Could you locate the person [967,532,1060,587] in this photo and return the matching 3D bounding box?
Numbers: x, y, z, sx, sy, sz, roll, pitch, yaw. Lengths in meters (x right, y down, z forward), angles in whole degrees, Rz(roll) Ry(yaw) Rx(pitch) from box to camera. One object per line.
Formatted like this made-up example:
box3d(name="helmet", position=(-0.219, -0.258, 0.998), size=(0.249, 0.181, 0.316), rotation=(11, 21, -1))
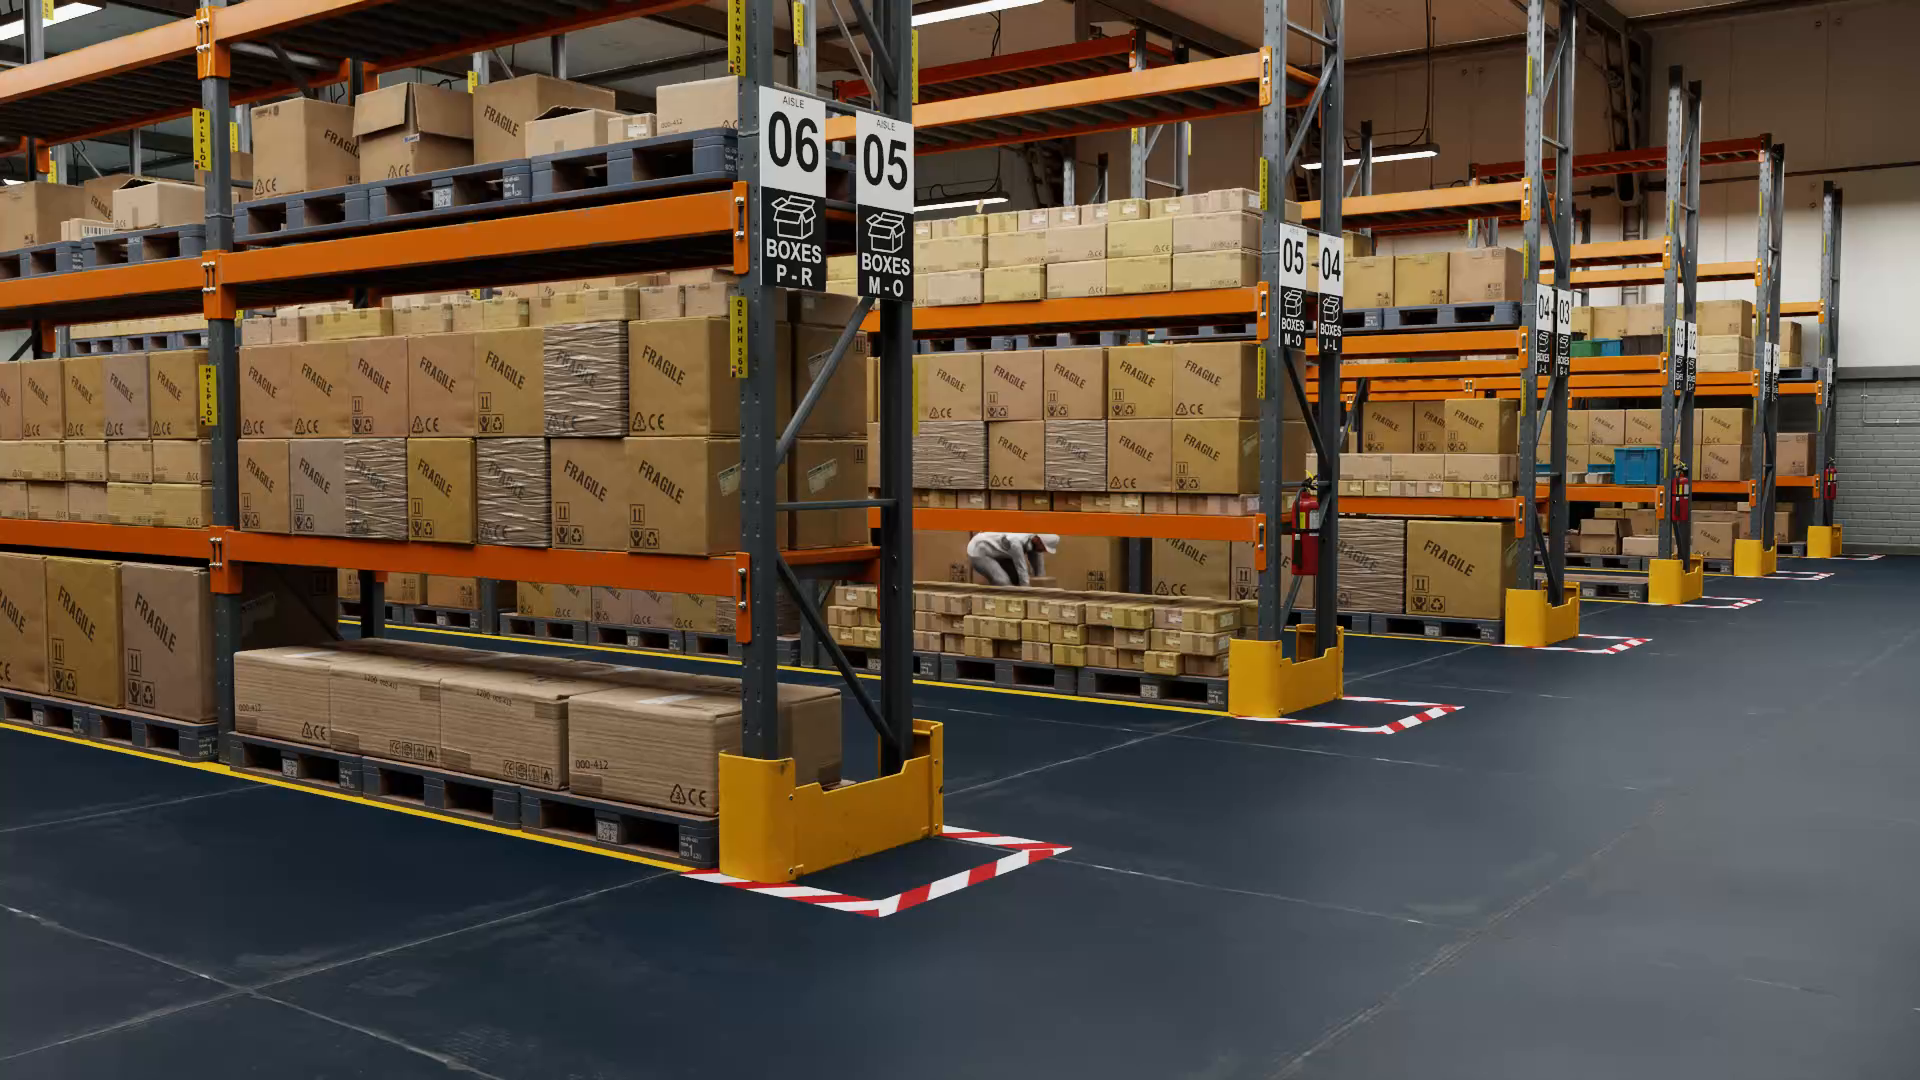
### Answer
box3d(name="person", position=(0.550, 0.339, 16.668), size=(0.993, 0.994, 0.519), rotation=(2, 4, 33))
